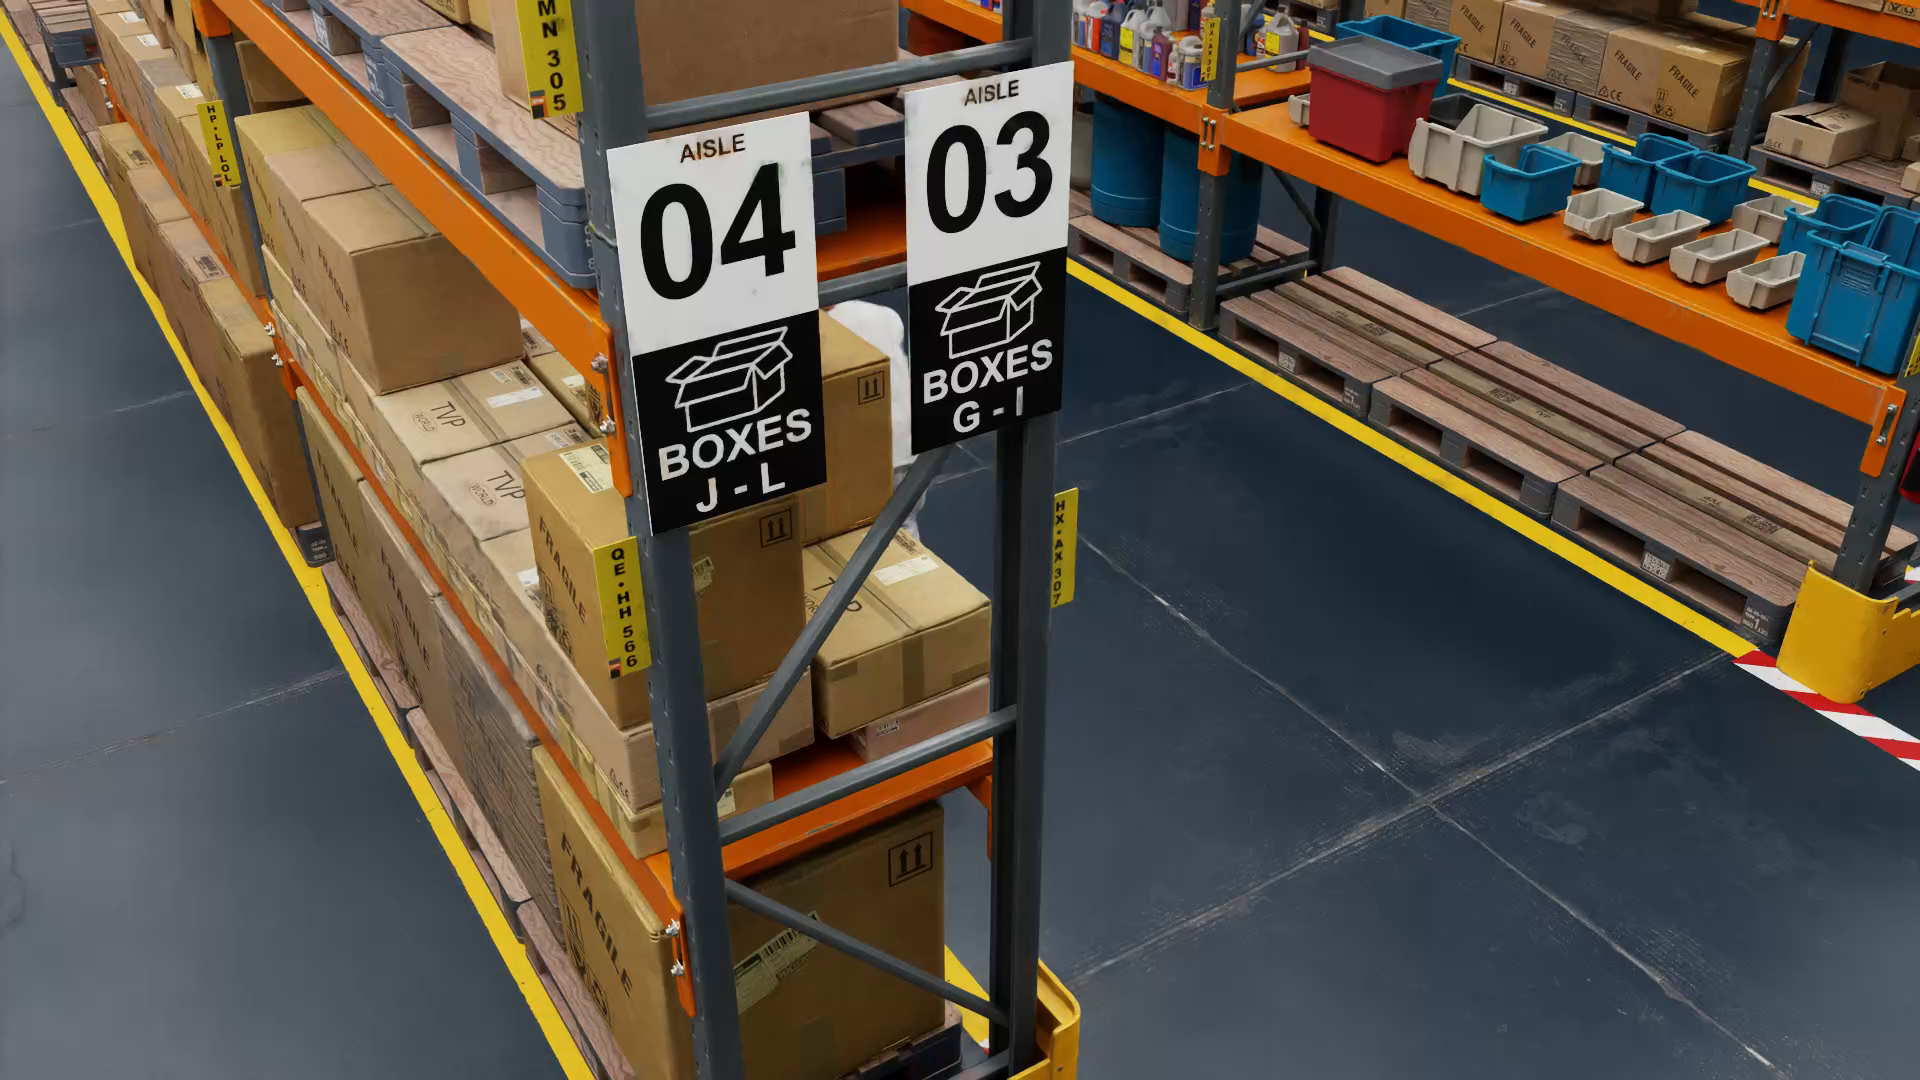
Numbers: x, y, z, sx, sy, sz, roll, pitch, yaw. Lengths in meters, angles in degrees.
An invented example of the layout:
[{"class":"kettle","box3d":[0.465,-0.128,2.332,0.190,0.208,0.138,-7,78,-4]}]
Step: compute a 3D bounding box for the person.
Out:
[{"class":"person","box3d":[-0.409,-0.369,6.778,0.490,1.701,0.639,-20,37,-28]}]
